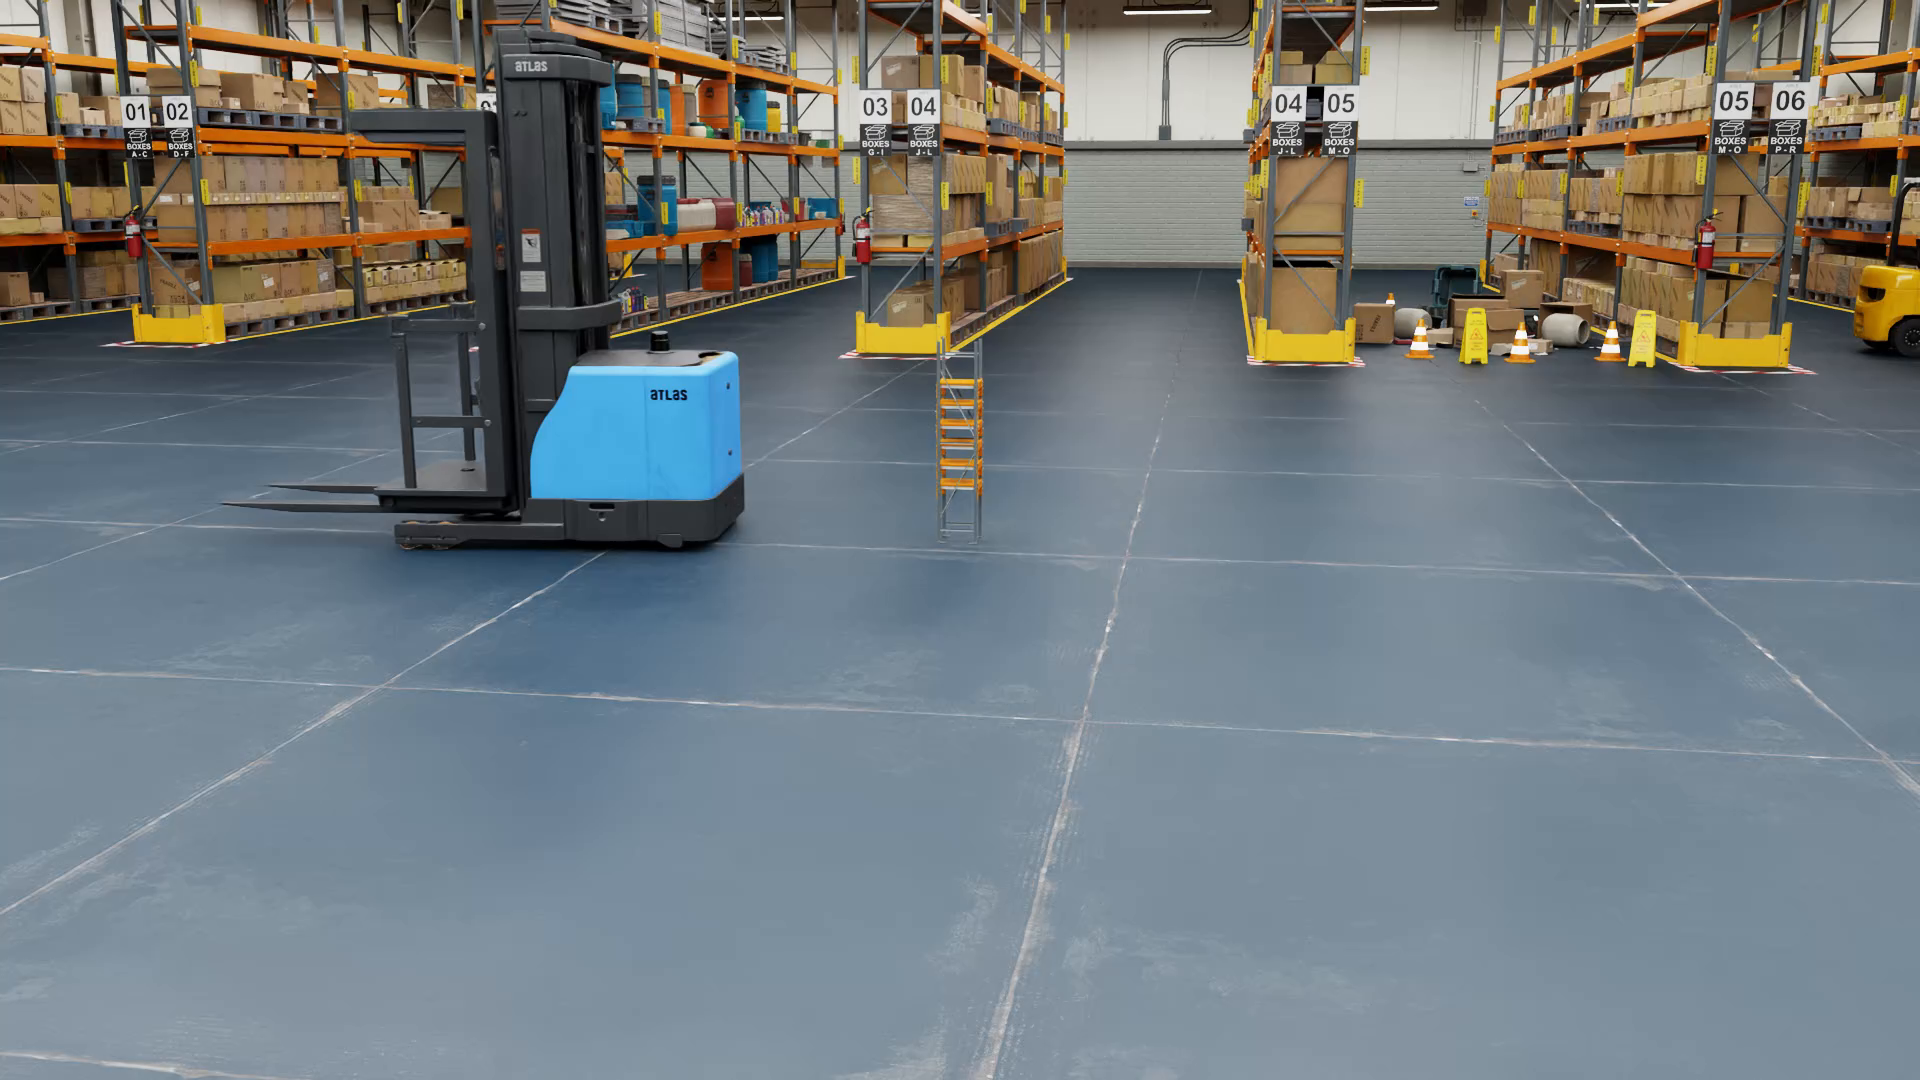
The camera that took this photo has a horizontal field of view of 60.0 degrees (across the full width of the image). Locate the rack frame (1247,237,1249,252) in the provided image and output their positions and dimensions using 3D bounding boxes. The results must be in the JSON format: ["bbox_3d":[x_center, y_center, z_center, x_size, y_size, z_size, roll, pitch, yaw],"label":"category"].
[{"bbox_3d":[6.618,-6.981,35.265,1.000,3.000,0.127,2,12,9],"label":"rack frame"}]

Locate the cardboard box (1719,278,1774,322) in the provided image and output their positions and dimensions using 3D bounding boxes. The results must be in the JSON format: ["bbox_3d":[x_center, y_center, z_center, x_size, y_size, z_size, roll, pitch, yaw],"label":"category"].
[{"bbox_3d":[9.465,-2.902,20.090,0.500,0.500,0.500,1,12,7],"label":"cardboard box"}]

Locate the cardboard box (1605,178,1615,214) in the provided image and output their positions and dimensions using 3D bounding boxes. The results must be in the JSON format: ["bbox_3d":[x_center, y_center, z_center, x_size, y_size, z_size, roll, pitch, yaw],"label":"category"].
[{"bbox_3d":[9.599,-4.950,23.901,0.500,0.500,0.500,2,12,9],"label":"cardboard box"}]

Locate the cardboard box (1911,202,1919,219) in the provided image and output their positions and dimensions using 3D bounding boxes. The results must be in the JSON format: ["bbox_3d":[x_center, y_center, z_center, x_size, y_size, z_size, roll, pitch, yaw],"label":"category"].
[{"bbox_3d":[14.812,-4.998,25.236,0.500,0.250,0.500,2,12,10],"label":"cardboard box"}]

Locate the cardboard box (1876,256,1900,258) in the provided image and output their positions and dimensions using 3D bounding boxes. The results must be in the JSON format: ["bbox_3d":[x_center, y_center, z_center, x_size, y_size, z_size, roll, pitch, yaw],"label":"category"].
[{"bbox_3d":[15.817,-4.741,28.267,0.380,0.149,0.250,1,12,6],"label":"cardboard box"}]

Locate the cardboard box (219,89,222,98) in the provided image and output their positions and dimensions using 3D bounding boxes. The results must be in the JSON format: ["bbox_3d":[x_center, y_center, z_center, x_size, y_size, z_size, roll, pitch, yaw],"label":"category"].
[{"bbox_3d":[-10.514,-6.214,23.470,0.500,0.311,0.500,3,13,15],"label":"cardboard box"}]

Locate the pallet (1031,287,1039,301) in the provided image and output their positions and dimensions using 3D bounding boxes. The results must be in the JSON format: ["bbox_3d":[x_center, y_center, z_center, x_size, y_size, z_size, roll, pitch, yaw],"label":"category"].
[{"bbox_3d":[0.888,-4.549,30.600,1.003,0.211,1.213,2,12,9],"label":"pallet"}]

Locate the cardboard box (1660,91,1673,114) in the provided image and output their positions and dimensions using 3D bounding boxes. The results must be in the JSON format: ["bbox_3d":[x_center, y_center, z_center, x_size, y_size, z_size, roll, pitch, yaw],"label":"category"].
[{"bbox_3d":[9.106,-5.482,20.842,0.500,0.250,0.500,2,12,9],"label":"cardboard box"}]

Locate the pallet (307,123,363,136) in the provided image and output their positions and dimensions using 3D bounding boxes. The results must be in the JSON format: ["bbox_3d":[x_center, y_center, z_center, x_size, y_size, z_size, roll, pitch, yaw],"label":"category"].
[{"bbox_3d":[-9.778,-6.543,26.568,0.805,0.209,1.217,1,12,6],"label":"pallet"}]

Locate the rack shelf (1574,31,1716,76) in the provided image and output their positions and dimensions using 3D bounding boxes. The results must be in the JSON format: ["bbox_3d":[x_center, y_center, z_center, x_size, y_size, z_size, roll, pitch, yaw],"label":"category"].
[{"bbox_3d":[9.987,-7.145,24.445,1.077,0.370,4.000,2,12,9],"label":"rack shelf"}]

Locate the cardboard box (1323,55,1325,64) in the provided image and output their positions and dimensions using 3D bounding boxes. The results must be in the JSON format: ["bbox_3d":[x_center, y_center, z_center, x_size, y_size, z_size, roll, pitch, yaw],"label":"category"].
[{"bbox_3d":[4.602,-5.802,20.145,0.380,0.149,0.250,2,12,8],"label":"cardboard box"}]

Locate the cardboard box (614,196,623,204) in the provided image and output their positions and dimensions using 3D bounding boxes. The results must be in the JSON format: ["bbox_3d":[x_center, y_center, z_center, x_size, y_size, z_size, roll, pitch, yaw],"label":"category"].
[{"bbox_3d":[-7.855,-7.431,37.117,0.500,0.500,0.500,2,12,10],"label":"cardboard box"}]

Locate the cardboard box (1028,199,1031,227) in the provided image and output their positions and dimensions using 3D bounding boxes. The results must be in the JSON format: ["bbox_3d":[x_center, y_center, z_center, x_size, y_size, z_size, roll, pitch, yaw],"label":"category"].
[{"bbox_3d":[0.998,-5.853,29.793,0.500,0.500,0.500,2,12,8],"label":"cardboard box"}]

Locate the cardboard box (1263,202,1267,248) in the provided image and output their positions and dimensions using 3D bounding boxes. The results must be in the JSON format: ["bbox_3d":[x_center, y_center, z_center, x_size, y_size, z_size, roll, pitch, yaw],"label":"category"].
[{"bbox_3d":[4.233,-3.917,20.694,0.875,0.550,0.550,2,12,9],"label":"cardboard box"}]

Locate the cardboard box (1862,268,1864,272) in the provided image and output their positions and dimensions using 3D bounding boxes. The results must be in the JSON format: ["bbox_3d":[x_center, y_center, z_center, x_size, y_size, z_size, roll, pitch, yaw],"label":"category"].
[{"bbox_3d":[15.140,-4.198,27.290,0.500,0.500,0.500,2,12,8],"label":"cardboard box"}]

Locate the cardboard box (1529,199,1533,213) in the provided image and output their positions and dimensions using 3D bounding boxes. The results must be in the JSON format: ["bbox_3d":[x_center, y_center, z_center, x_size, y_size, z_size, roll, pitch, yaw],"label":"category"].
[{"bbox_3d":[10.511,-5.988,29.827,0.500,0.250,0.500,2,12,10],"label":"cardboard box"}]

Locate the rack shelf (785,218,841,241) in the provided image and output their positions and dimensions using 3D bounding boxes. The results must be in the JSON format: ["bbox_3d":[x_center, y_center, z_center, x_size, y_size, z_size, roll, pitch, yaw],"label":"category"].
[{"bbox_3d":[-3.469,-6.555,34.997,1.077,0.370,4.000,2,12,9],"label":"rack shelf"}]

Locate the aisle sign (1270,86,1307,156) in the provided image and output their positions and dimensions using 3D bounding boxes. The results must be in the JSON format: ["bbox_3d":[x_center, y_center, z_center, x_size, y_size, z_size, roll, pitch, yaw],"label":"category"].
[{"bbox_3d":[3.850,-4.916,19.513,0.394,0.787,0.004,2,12,9],"label":"aisle sign"}]

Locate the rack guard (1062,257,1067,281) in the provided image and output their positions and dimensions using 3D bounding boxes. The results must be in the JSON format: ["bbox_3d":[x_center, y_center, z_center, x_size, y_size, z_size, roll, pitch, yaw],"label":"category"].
[{"bbox_3d":[1.737,-5.945,36.395,1.175,0.500,0.348,2,12,9],"label":"rack guard"}]

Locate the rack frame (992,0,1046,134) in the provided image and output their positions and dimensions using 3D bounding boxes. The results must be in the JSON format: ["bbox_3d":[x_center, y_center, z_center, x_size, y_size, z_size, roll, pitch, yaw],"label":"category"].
[{"bbox_3d":[1.118,-9.262,31.612,1.000,3.000,0.127,2,12,9],"label":"rack frame"}]

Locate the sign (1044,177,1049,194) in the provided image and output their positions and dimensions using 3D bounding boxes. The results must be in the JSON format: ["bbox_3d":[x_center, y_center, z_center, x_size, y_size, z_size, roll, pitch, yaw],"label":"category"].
[{"bbox_3d":[1.655,-6.841,32.059,0.100,0.325,0.005,2,12,9],"label":"sign"}]

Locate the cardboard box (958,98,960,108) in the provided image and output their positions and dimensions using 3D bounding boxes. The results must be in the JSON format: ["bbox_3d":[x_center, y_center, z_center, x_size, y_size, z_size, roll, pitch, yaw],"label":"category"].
[{"bbox_3d":[-0.203,-5.848,22.297,0.380,0.149,0.250,1,12,7],"label":"cardboard box"}]

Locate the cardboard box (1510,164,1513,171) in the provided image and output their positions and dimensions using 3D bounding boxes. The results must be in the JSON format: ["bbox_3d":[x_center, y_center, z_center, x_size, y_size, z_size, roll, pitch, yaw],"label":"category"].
[{"bbox_3d":[10.925,-7.254,32.381,0.380,0.149,0.250,2,12,9],"label":"cardboard box"}]

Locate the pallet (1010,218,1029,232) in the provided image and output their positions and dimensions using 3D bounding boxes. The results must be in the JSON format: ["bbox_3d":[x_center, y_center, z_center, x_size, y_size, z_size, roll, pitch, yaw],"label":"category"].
[{"bbox_3d":[0.498,-5.252,27.697,1.213,0.211,1.003,2,12,9],"label":"pallet"}]

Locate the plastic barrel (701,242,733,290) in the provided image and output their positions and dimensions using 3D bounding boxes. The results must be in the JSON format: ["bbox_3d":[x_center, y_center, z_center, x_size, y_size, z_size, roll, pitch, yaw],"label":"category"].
[{"bbox_3d":[-4.333,-4.904,29.785,0.600,0.830,0.708,2,12,9],"label":"plastic barrel"}]

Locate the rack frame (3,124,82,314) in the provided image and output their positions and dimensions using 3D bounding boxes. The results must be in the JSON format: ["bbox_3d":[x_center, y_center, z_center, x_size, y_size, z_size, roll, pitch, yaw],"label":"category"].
[{"bbox_3d":[-14.796,-5.146,26.751,1.000,3.000,0.127,2,12,9],"label":"rack frame"}]

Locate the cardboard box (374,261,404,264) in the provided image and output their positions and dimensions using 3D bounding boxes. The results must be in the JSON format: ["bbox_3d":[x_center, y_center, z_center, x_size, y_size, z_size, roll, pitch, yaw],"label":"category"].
[{"bbox_3d":[-9.809,-4.639,28.597,0.500,0.311,0.500,2,12,7],"label":"cardboard box"}]

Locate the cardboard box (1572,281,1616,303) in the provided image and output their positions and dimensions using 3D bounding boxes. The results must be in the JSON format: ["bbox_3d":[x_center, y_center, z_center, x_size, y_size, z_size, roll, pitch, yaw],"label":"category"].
[{"bbox_3d":[10.092,-3.826,25.865,0.950,0.372,0.625,2,12,8],"label":"cardboard box"}]

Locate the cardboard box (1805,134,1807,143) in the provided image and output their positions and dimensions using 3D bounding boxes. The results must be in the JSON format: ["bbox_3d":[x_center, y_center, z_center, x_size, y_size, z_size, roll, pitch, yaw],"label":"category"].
[{"bbox_3d":[15.619,-7.327,30.350,0.380,0.149,0.250,2,12,9],"label":"cardboard box"}]

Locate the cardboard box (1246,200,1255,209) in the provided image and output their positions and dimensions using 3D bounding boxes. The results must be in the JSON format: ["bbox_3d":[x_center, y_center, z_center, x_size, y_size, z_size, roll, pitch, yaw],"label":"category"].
[{"bbox_3d":[5.014,-5.661,28.034,0.380,0.149,0.250,2,12,10],"label":"cardboard box"}]

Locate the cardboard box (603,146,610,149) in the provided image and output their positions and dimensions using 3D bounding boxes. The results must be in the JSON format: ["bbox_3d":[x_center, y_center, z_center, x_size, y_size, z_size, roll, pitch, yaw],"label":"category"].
[{"bbox_3d":[-7.961,-8.658,36.284,0.500,0.250,0.500,2,12,9],"label":"cardboard box"}]

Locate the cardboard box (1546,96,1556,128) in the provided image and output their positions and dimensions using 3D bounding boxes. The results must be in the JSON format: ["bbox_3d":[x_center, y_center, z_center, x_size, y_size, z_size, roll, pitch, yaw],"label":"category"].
[{"bbox_3d":[10.279,-7.273,28.266,0.500,0.500,0.500,2,12,9],"label":"cardboard box"}]

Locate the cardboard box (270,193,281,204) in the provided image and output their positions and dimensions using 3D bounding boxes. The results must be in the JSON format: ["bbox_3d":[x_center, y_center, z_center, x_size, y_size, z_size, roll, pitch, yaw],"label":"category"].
[{"bbox_3d":[-10.005,-4.914,23.899,0.380,0.149,0.250,2,12,9],"label":"cardboard box"}]

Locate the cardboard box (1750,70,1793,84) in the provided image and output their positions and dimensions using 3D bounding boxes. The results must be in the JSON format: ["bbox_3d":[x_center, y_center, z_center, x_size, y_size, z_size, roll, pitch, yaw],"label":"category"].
[{"bbox_3d":[9.320,-5.311,19.102,0.380,0.149,0.250,2,12,8],"label":"cardboard box"}]

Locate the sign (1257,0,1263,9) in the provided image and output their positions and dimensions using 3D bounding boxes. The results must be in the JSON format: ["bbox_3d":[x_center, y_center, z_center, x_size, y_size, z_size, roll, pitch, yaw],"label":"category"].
[{"bbox_3d":[4.850,-8.759,26.871,0.100,0.325,0.005,2,12,9],"label":"sign"}]

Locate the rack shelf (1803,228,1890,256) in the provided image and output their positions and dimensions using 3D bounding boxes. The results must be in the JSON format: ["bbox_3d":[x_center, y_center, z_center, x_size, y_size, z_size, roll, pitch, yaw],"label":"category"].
[{"bbox_3d":[15.507,-5.081,28.156,1.077,0.370,4.000,2,12,9],"label":"rack shelf"}]

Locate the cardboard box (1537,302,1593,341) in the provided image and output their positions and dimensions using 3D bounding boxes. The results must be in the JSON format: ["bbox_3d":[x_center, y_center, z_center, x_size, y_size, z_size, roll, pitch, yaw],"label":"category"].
[{"bbox_3d":[8.170,-2.944,22.460,0.500,0.500,0.500,-10,16,-40],"label":"cardboard box"}]

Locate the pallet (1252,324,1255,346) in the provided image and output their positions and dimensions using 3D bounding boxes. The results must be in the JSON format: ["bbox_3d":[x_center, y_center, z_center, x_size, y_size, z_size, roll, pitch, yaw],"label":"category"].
[{"bbox_3d":[4.393,-2.709,22.063,1.003,0.211,1.213,2,12,9],"label":"pallet"}]

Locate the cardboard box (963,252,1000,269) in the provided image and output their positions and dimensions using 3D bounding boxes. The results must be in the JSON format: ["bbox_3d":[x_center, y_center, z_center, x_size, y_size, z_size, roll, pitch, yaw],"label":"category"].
[{"bbox_3d":[0.357,-4.606,27.353,0.500,0.250,0.500,3,13,15],"label":"cardboard box"}]

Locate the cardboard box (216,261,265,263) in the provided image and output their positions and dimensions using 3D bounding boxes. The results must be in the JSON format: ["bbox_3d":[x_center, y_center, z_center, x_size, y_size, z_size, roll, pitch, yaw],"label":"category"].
[{"bbox_3d":[-10.510,-3.815,24.326,0.500,0.500,0.500,2,12,9],"label":"cardboard box"}]

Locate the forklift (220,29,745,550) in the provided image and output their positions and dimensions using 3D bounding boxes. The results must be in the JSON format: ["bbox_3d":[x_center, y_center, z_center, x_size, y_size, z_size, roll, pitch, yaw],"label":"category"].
[{"bbox_3d":[-2.903,-1.485,9.925,3.031,2.935,1.130,1,12,4],"label":"forklift"}]

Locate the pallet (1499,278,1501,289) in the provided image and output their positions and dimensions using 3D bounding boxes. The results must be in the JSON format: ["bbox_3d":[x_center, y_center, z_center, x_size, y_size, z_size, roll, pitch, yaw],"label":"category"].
[{"bbox_3d":[11.289,-5.056,32.953,1.003,0.211,1.213,2,12,9],"label":"pallet"}]

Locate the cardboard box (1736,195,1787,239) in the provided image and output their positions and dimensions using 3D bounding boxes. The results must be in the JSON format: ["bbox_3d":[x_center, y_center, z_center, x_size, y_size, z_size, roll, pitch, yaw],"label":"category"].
[{"bbox_3d":[9.411,-3.795,19.537,0.500,0.500,0.500,2,12,8],"label":"cardboard box"}]

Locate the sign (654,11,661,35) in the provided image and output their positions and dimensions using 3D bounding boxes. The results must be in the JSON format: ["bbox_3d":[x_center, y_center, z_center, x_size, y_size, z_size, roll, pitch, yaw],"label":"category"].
[{"bbox_3d":[-4.465,-7.635,24.558,0.100,0.325,0.005,2,12,9],"label":"sign"}]

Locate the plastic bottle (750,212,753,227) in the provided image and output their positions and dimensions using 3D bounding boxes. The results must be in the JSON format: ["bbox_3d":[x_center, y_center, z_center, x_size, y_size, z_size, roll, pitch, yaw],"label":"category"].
[{"bbox_3d":[-3.834,-5.870,30.415,0.097,0.271,0.097,0,12,0],"label":"plastic bottle"}]

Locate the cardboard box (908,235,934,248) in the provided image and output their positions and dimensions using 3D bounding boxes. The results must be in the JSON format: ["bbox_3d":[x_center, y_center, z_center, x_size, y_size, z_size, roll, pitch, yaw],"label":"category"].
[{"bbox_3d":[-0.449,-3.761,20.919,0.380,0.149,0.250,2,12,9],"label":"cardboard box"}]

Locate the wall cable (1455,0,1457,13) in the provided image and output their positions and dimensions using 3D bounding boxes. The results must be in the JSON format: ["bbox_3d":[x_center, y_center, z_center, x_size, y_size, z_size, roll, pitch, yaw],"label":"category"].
[{"bbox_3d":[10.591,-13.949,39.121,2.355,3.000,0.029,2,12,9],"label":"wall cable"}]

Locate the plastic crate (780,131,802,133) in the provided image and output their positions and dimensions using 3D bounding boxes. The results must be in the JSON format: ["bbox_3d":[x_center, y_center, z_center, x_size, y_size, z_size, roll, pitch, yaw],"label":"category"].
[{"bbox_3d":[-3.668,-8.450,35.109,0.504,0.338,0.767,2,12,9],"label":"plastic crate"}]

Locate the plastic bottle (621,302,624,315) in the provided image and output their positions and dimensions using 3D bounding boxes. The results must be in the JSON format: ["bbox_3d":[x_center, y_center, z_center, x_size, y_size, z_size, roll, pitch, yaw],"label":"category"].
[{"bbox_3d":[-4.920,-3.362,24.073,0.097,0.201,0.097,0,12,0],"label":"plastic bottle"}]

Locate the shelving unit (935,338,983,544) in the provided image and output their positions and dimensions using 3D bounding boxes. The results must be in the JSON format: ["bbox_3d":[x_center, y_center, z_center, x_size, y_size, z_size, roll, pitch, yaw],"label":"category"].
[{"bbox_3d":[-0.002,-0.584,9.853,0.258,1.200,0.189,2,12,9],"label":"shelving unit"}]

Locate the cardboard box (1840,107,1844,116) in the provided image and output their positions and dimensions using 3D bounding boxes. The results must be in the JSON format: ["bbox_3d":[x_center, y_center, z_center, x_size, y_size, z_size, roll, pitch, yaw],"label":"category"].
[{"bbox_3d":[15.289,-7.325,28.398,0.380,0.149,0.250,2,12,9],"label":"cardboard box"}]
